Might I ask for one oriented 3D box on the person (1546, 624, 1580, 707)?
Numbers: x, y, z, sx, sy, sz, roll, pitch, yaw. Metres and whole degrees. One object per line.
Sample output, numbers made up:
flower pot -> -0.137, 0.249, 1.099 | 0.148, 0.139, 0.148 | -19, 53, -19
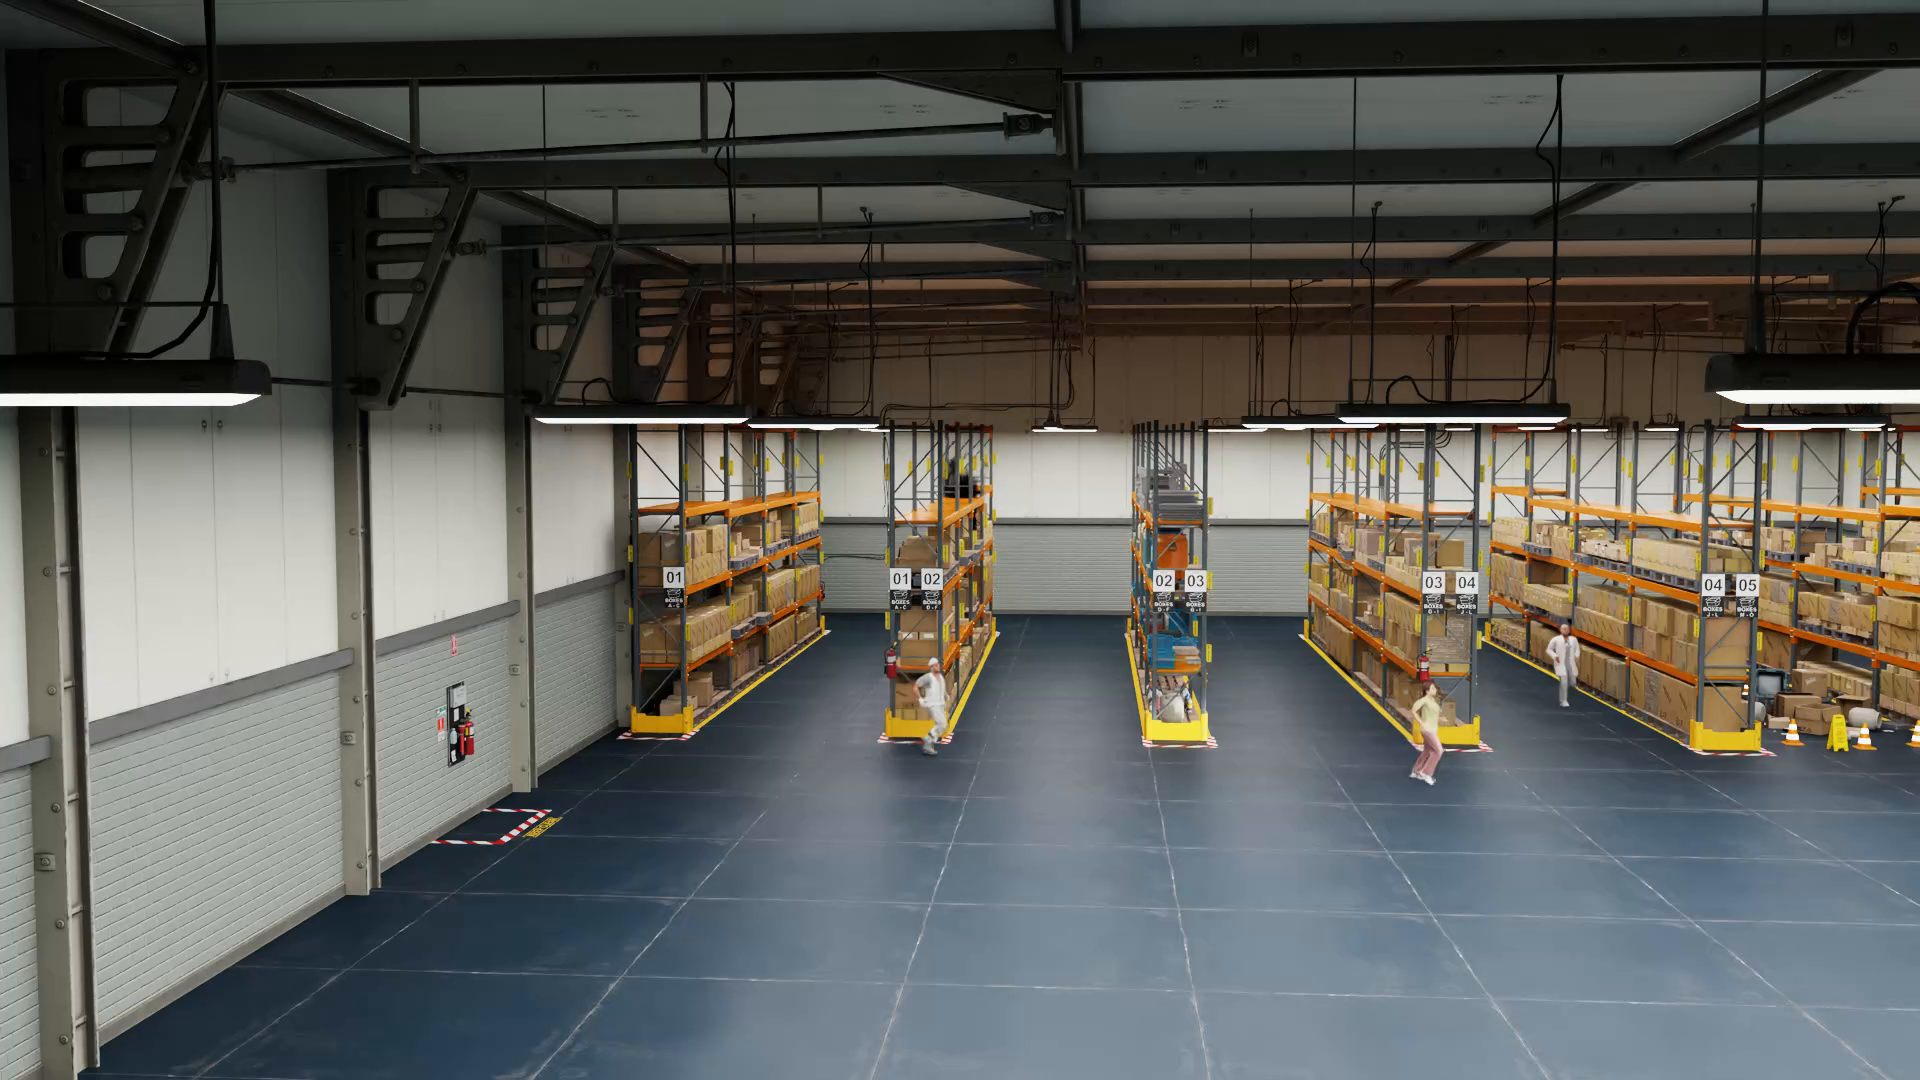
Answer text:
person -> 12.741, 2.636, 35.071 | 0.707, 1.724, 0.668 | 0, 4, 0

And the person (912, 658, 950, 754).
person -> -0.429, 2.971, 29.685 | 0.596, 1.715, 0.675 | 2, 4, 33

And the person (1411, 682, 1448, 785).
person -> 7.705, 3.178, 27.329 | 0.592, 1.706, 0.560 | 2, 4, 34
